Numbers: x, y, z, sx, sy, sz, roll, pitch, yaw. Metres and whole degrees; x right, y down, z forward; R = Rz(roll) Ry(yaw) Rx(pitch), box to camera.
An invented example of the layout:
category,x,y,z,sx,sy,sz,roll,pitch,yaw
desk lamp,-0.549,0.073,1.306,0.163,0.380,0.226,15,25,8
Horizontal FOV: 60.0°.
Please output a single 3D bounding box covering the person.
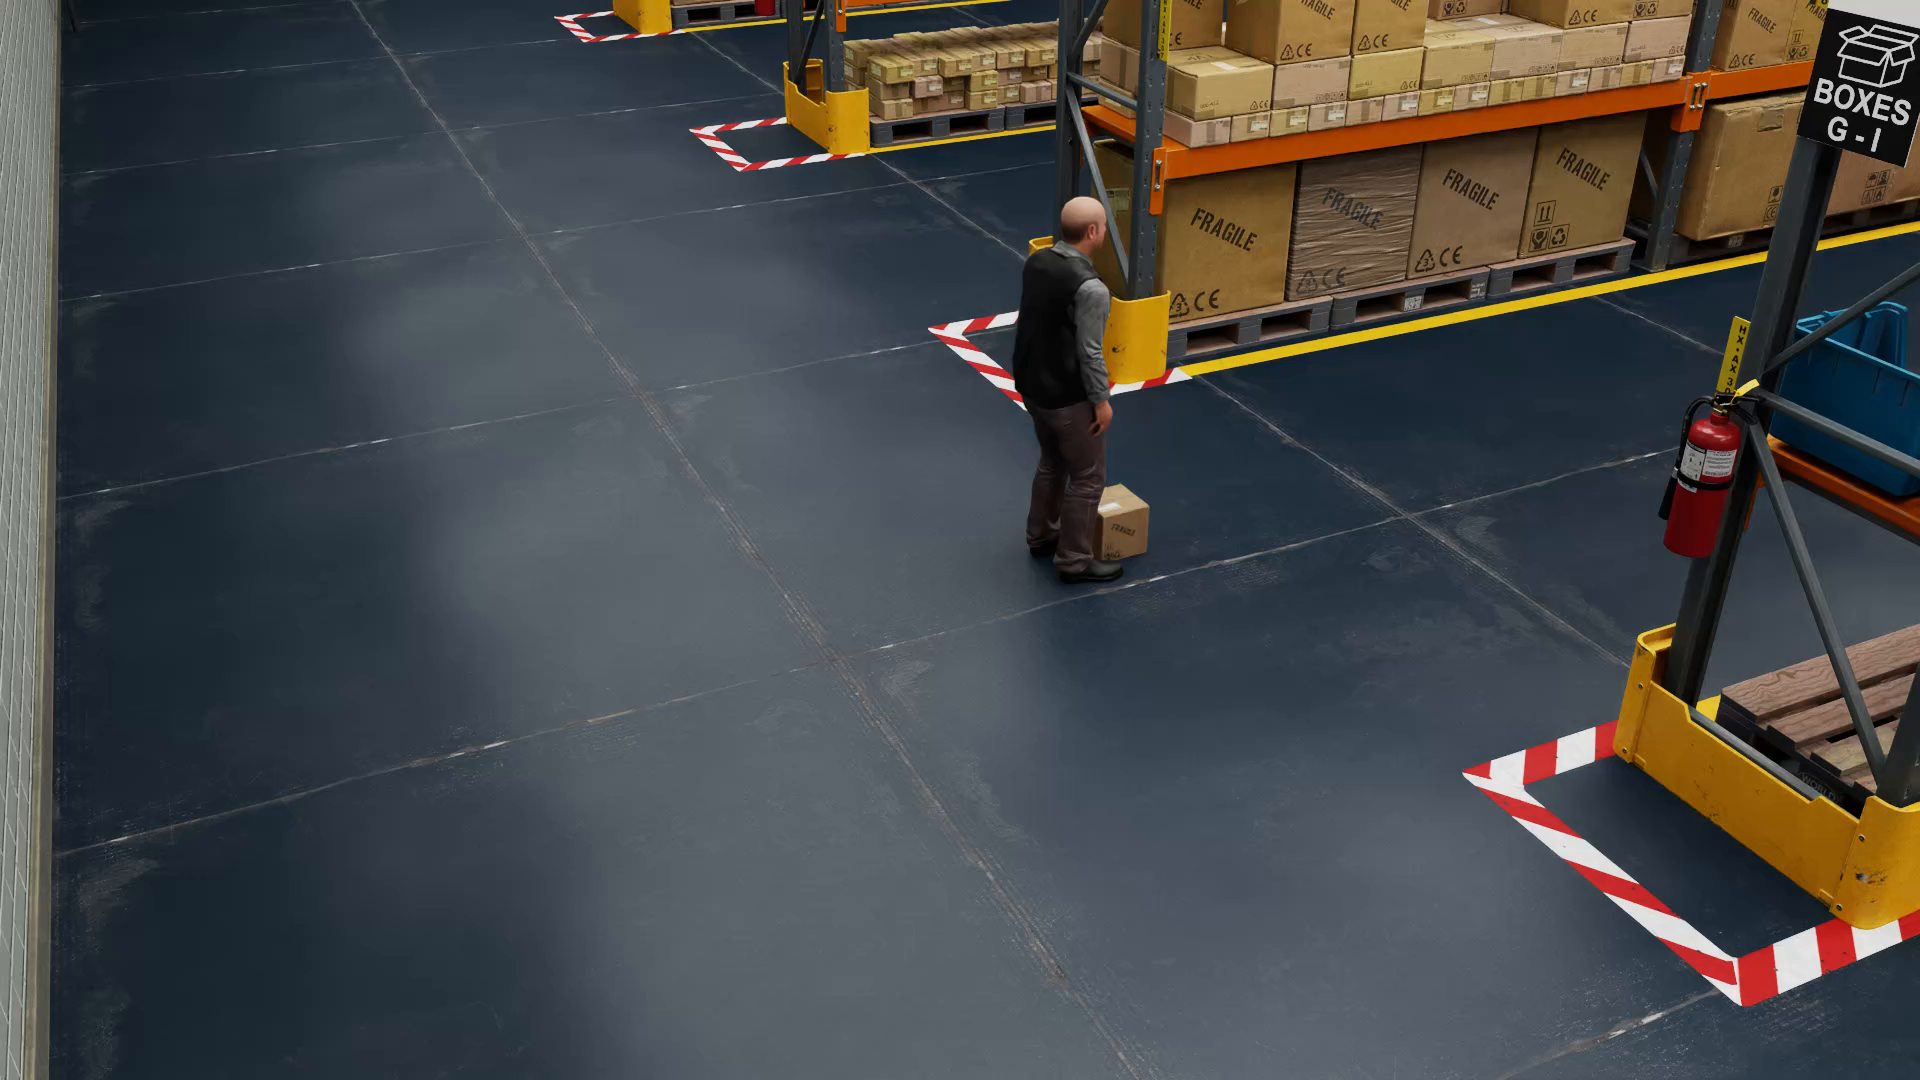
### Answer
category,x,y,z,sx,sy,sz,roll,pitch,yaw
person,0.456,-0.656,7.325,0.426,1.719,0.581,-15,32,-24
